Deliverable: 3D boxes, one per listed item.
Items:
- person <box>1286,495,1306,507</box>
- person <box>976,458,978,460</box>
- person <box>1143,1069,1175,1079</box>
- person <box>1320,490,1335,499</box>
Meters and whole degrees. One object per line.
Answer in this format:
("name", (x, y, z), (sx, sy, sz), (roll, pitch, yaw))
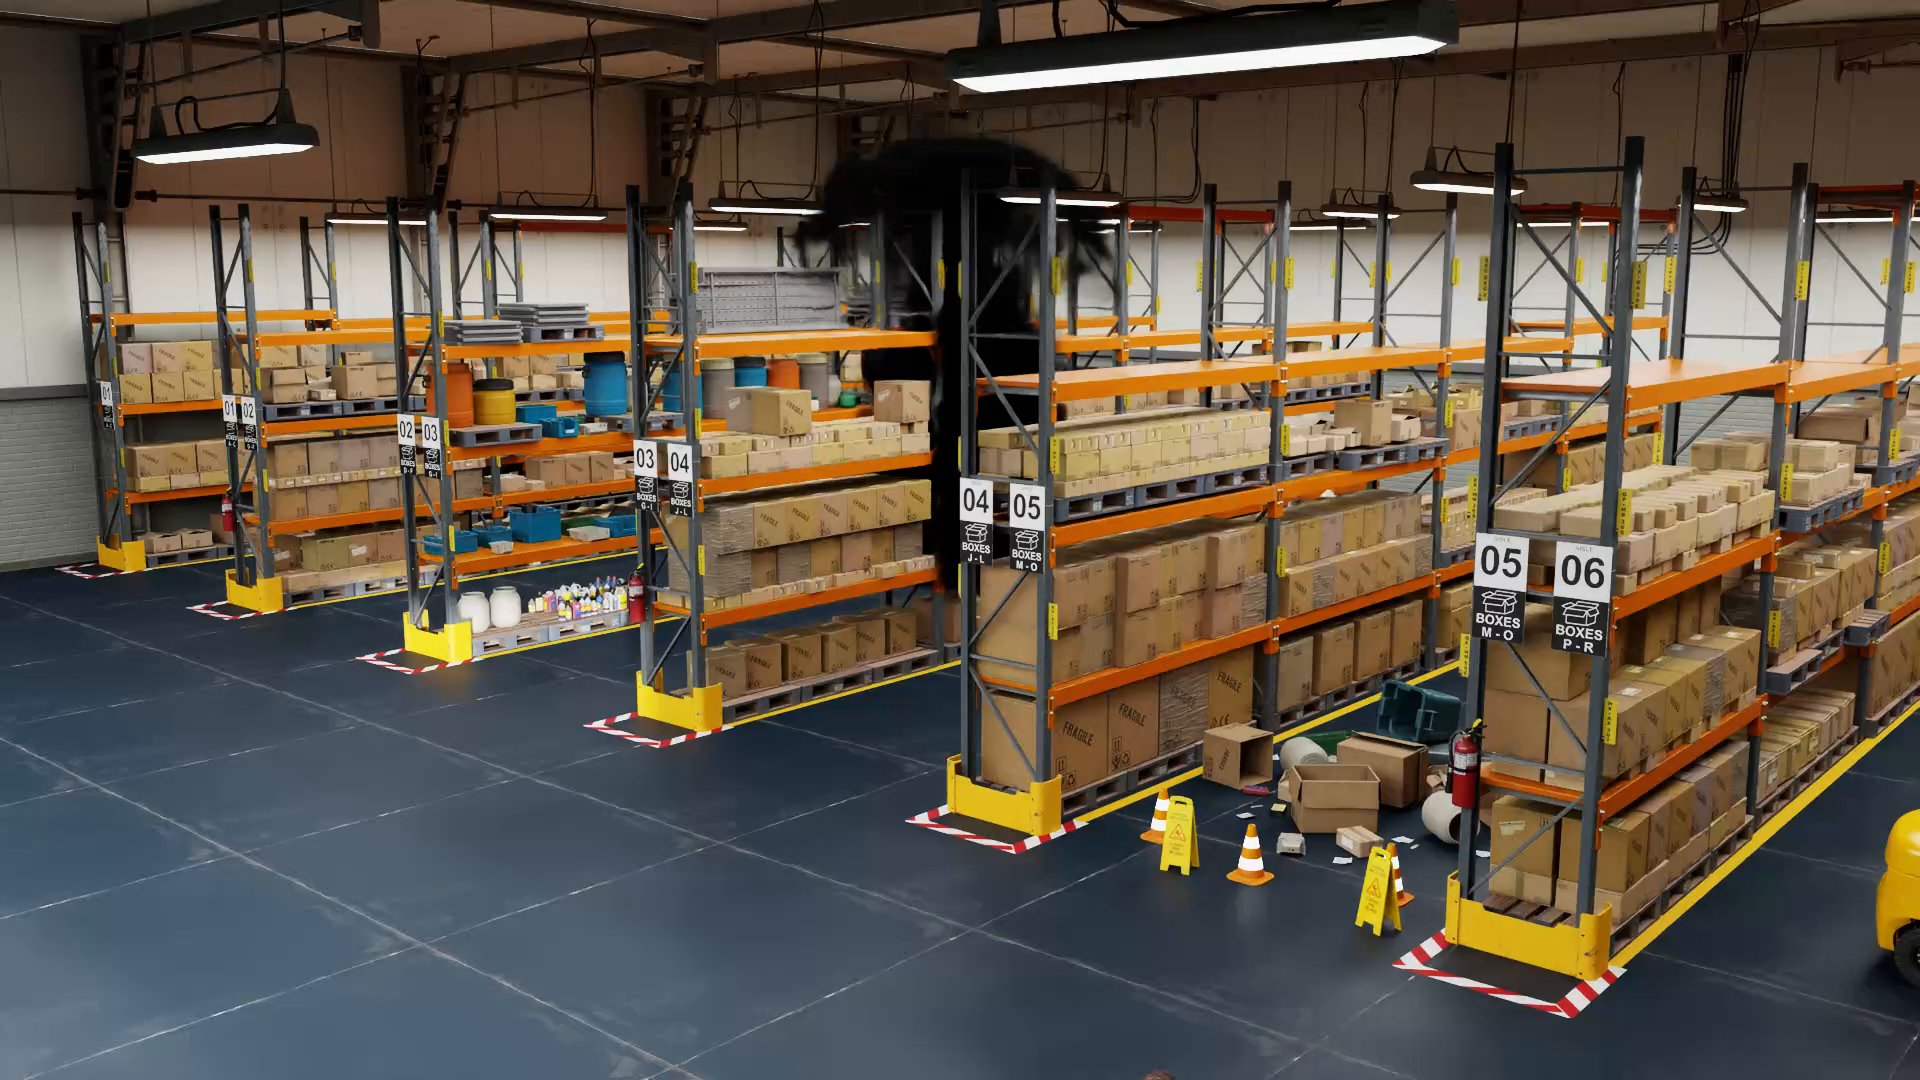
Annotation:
("person", (5.233, 0.013, 25.839), (0.635, 1.689, 0.765), (6, 11, 34))
("person", (0.535, -1.489, 35.119), (0.616, 1.552, 0.486), (4, 10, 24))
("person", (0.860, 3.149, 7.375), (0.540, 1.713, 0.801), (0, 9, 0))
("person", (5.115, 0.165, 23.319), (0.696, 1.735, 0.558), (7, 12, 35))
